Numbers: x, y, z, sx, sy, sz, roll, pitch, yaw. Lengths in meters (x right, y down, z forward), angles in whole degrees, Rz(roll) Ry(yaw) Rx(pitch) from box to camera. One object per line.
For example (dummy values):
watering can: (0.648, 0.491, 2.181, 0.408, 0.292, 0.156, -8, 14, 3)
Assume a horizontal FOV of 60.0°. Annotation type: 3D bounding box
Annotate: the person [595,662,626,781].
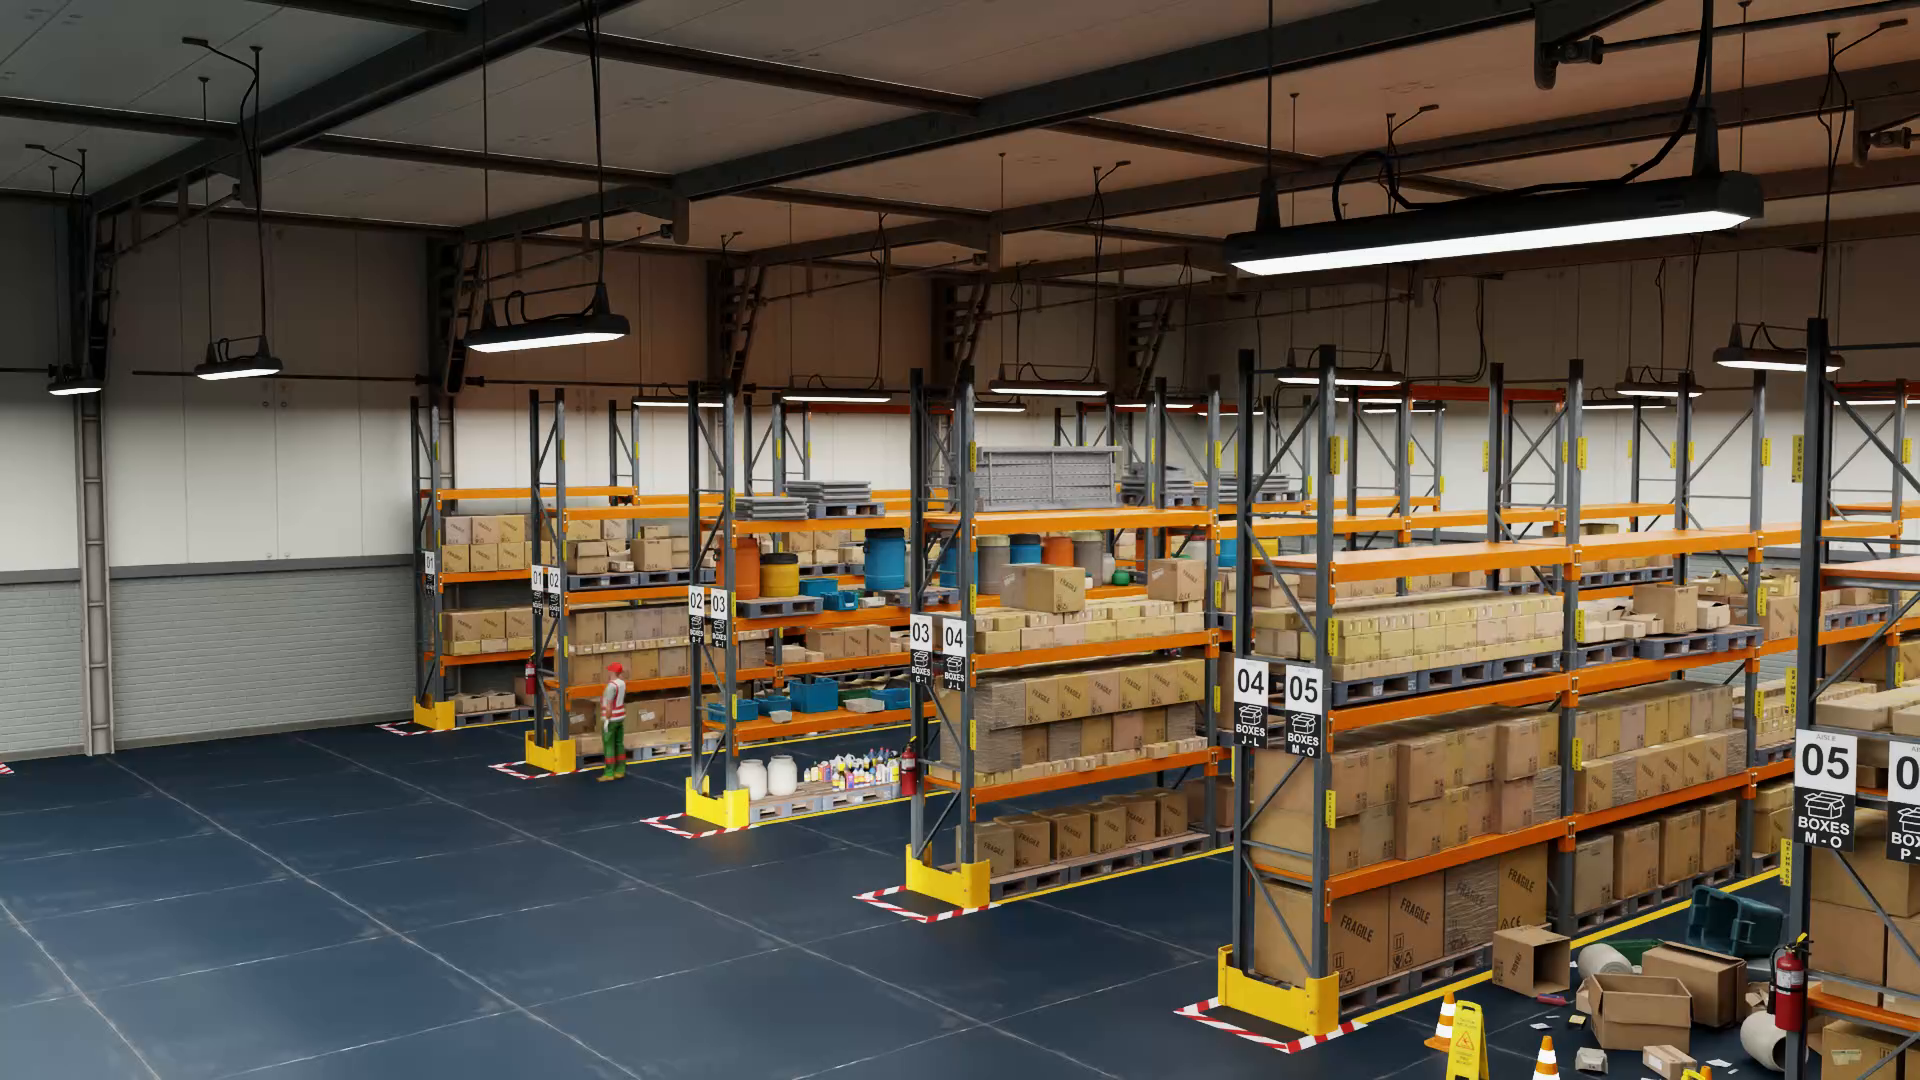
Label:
person: (-5.343, 2.770, 25.488, 0.385, 1.815, 0.589, 1, 4, 18)
